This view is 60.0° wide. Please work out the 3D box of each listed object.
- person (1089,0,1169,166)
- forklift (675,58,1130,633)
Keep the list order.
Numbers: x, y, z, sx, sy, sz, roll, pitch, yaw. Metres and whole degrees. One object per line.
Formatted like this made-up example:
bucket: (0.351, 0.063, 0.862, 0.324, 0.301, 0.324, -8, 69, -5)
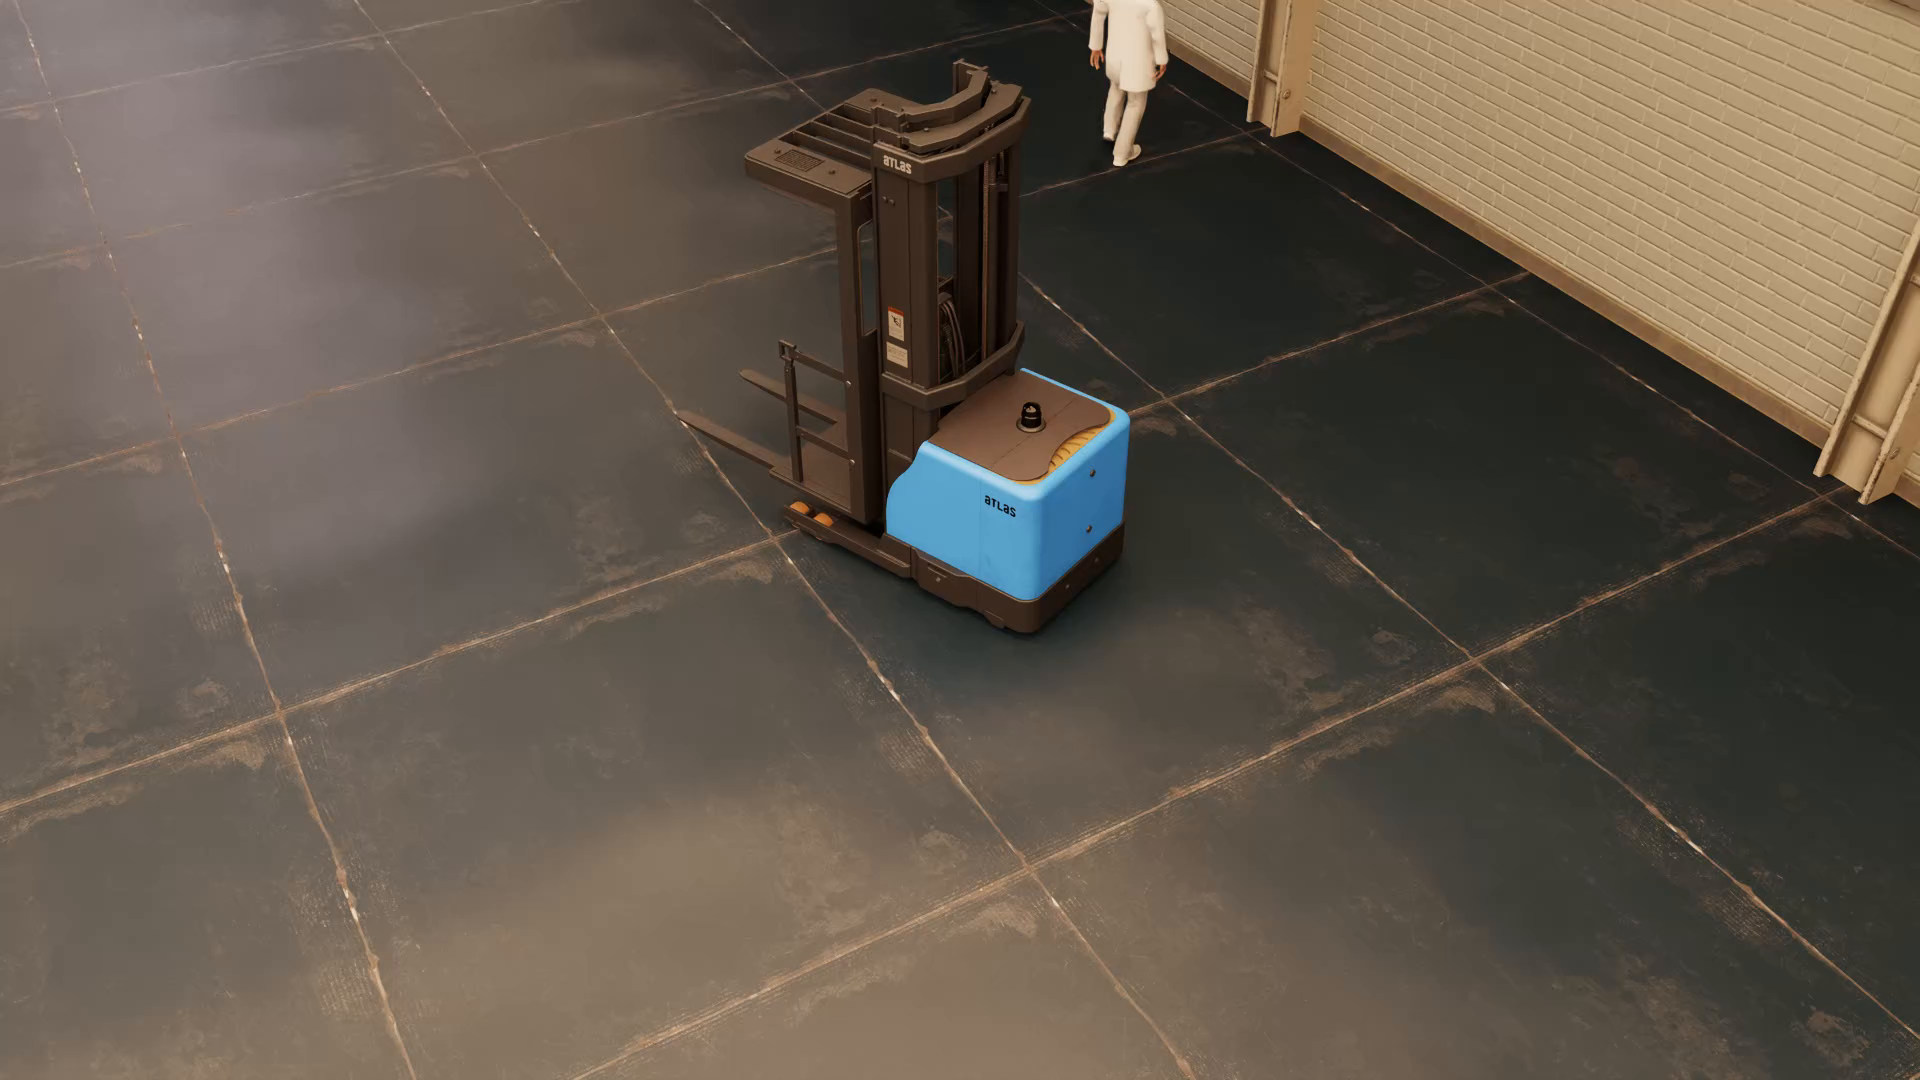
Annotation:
person: (1.407, -3.998, 13.834, 0.700, 1.829, 0.539, 24, 45, 26)
forklift: (-0.481, -1.366, 9.683, 3.031, 2.935, 1.130, 26, 46, 28)
